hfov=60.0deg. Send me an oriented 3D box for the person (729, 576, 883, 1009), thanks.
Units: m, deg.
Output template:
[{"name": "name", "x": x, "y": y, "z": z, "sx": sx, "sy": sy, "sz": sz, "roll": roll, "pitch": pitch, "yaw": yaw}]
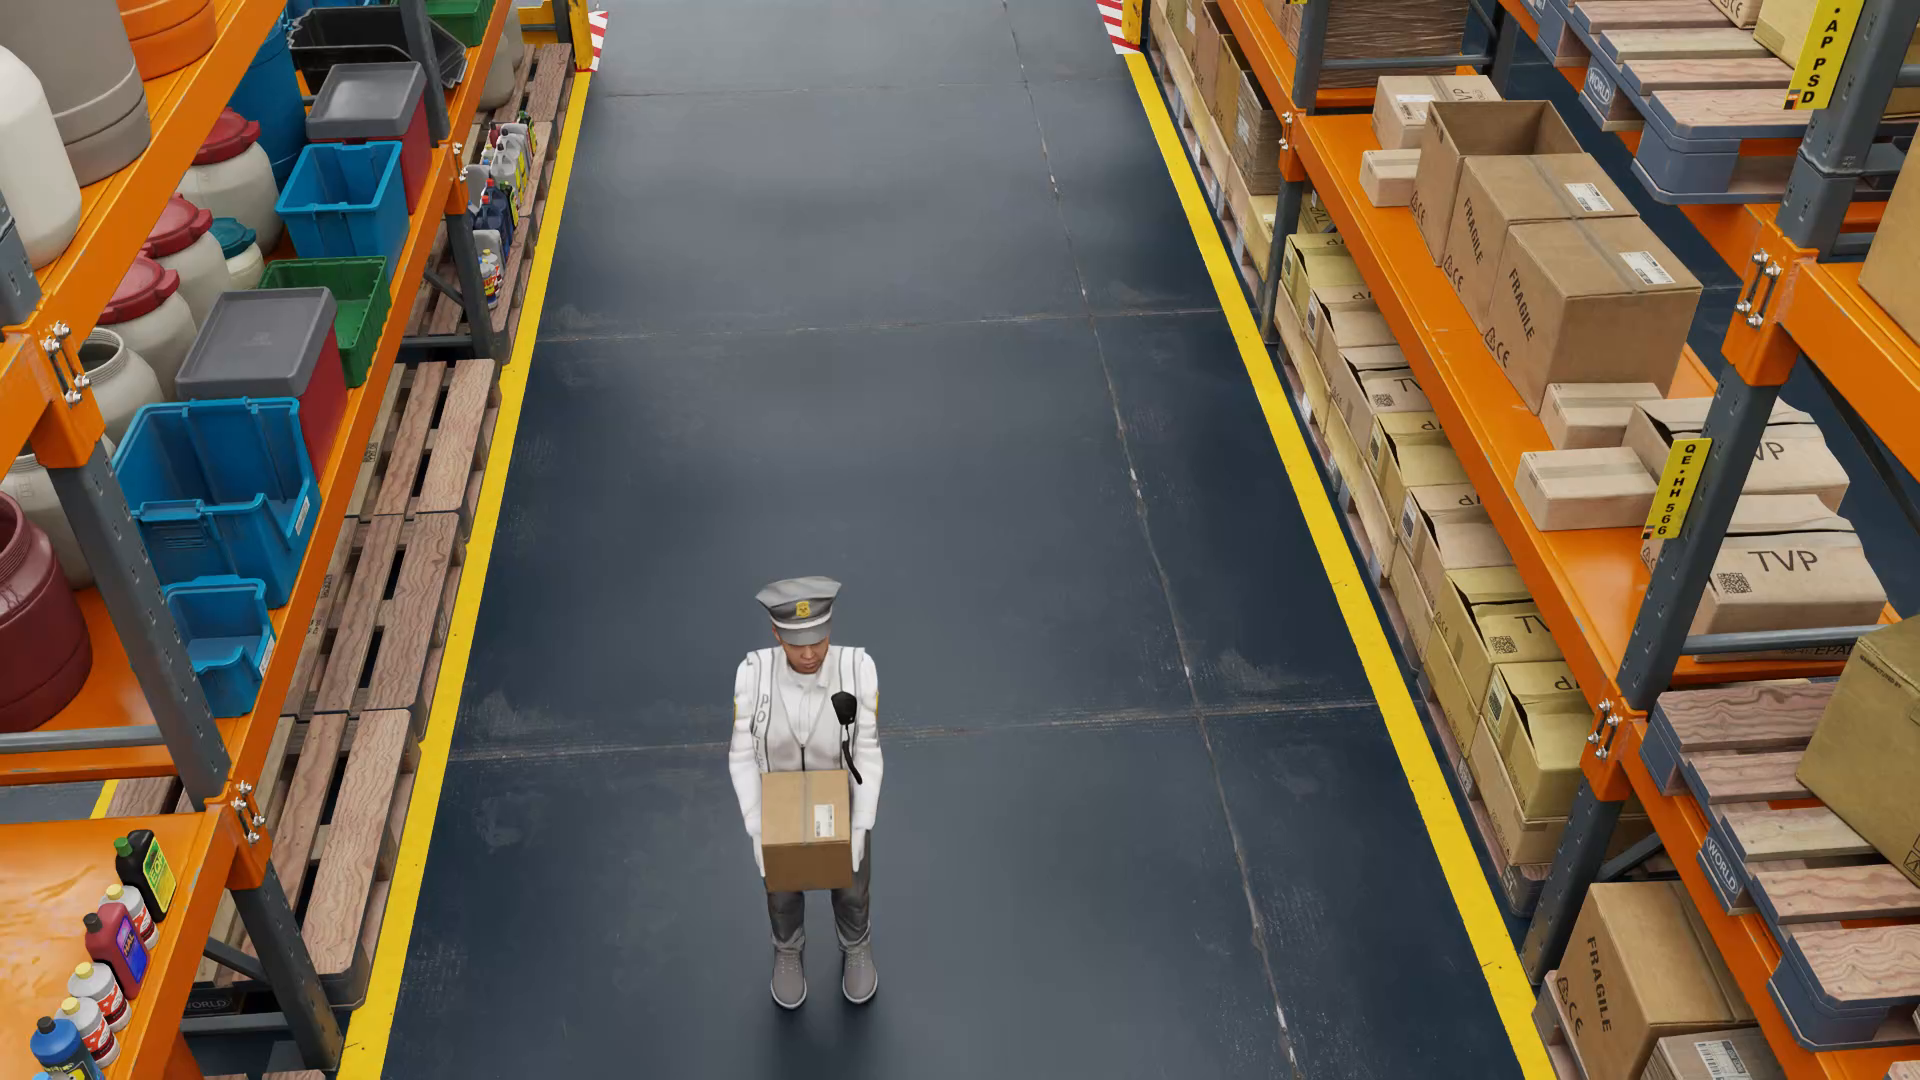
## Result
[{"name": "person", "x": -0.459, "y": 0.849, "z": 5.102, "sx": 0.459, "sy": 1.688, "sz": 0.543, "roll": -3, "pitch": 39, "yaw": -3}]
